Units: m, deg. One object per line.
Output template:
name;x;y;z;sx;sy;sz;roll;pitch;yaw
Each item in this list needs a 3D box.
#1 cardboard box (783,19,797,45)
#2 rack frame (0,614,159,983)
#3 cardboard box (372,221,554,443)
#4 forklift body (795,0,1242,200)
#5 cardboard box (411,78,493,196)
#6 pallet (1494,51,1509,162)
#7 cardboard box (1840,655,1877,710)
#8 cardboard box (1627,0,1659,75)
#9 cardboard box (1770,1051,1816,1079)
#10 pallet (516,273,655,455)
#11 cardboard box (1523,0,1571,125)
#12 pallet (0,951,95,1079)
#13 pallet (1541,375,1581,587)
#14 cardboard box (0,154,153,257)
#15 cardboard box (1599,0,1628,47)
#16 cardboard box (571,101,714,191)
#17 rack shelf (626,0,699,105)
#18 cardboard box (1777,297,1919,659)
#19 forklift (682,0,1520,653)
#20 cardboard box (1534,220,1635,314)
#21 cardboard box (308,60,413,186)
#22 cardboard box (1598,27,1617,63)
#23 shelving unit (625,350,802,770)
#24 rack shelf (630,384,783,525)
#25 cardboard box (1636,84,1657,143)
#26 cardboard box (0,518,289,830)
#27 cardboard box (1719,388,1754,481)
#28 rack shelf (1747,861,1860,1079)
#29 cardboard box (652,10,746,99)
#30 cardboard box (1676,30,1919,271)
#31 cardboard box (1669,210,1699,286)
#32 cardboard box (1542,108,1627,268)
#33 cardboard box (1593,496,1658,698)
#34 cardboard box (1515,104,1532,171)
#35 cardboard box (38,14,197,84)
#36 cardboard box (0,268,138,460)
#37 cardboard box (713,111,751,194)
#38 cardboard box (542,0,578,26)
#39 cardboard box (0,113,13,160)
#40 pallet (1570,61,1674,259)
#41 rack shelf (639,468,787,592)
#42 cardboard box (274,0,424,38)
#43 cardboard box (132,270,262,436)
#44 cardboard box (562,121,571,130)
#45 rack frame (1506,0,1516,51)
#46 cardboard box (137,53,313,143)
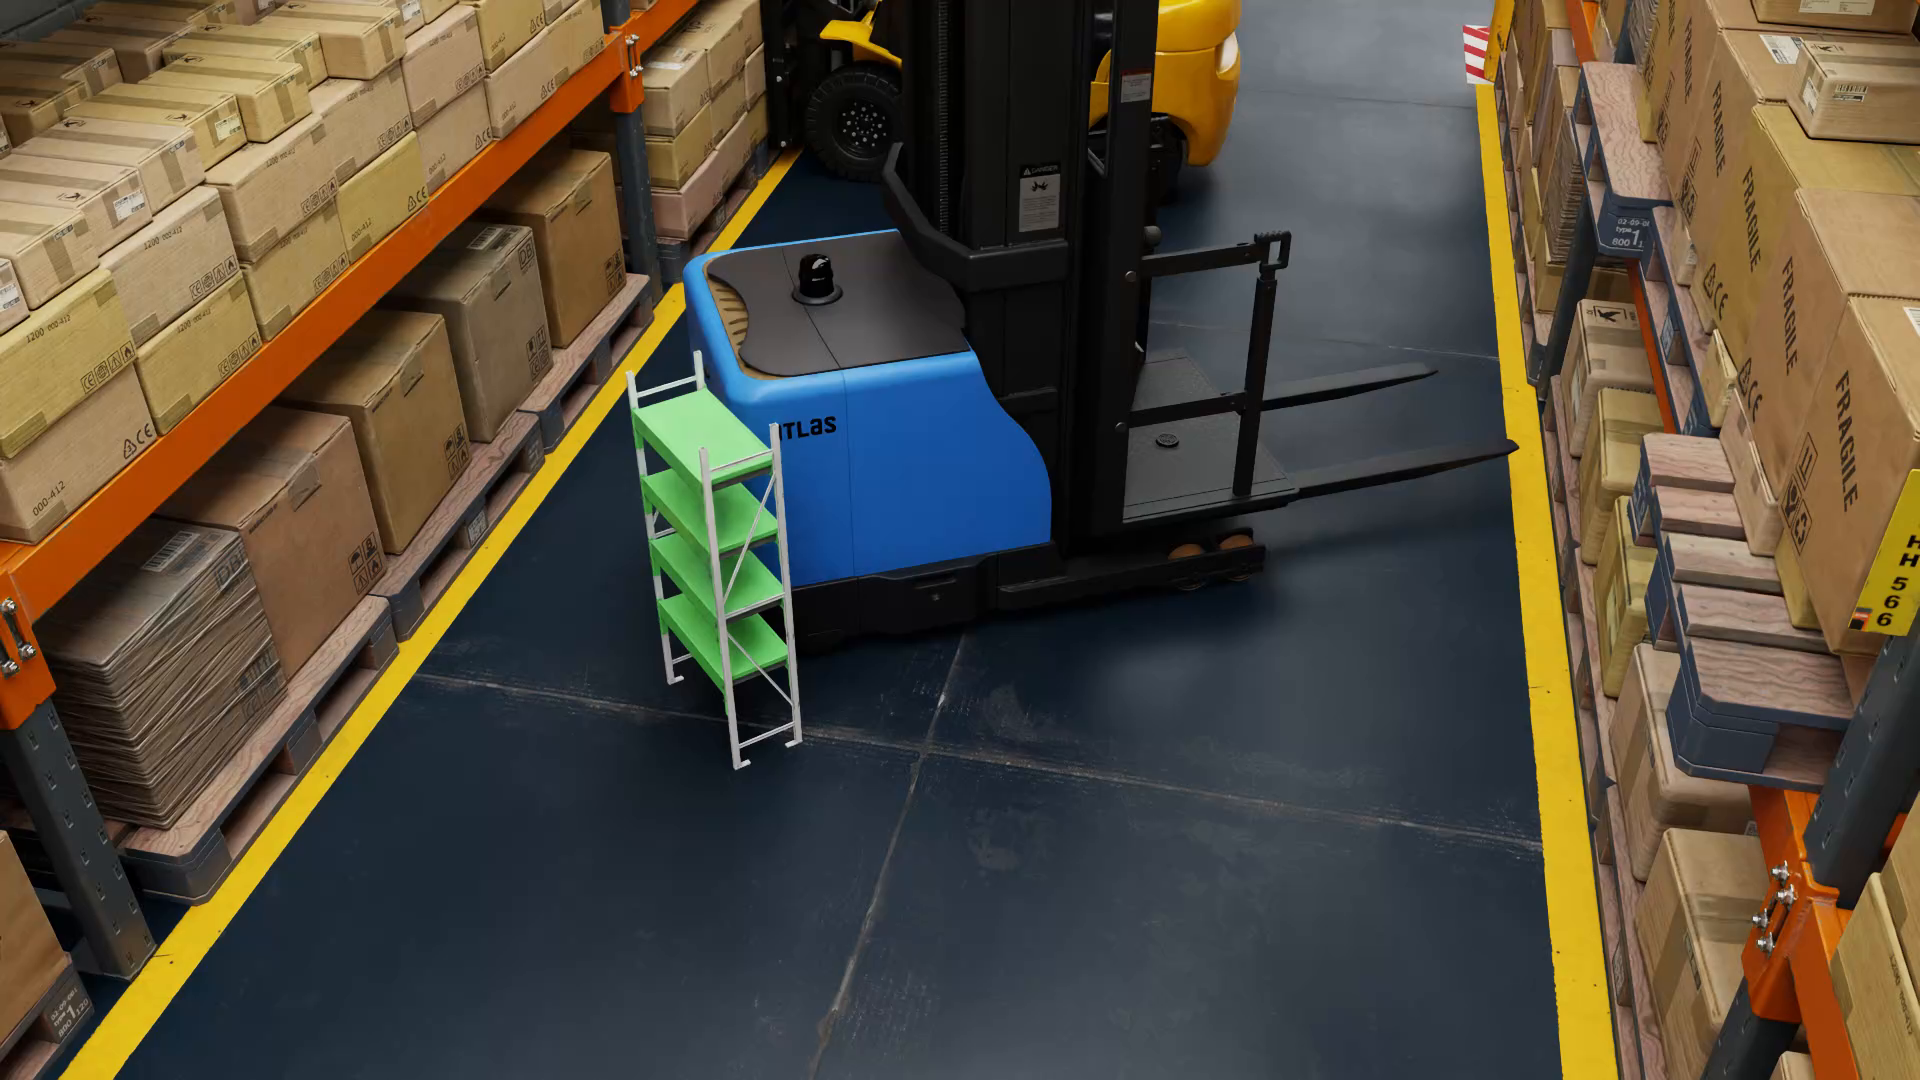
cardboard box;-1.159;-2.751;9.049;0.500;0.250;0.500;7;37;10
rack frame;-2.751;-0.095;3.825;1.000;3.000;0.127;7;37;10
cardboard box;-2.170;-0.852;6.536;0.875;0.625;0.625;7;37;9
forklift body;0.335;-3.022;8.587;2.313;2.155;1.214;7;37;10
cardboard box;-1.987;-1.436;5.803;0.500;0.250;0.500;8;37;10
pallet;3.583;-2.427;9.419;1.003;0.211;1.213;7;37;10
cardboard box;1.939;0.239;3.220;0.380;0.149;0.250;9;37;12
cardboard box;2.573;-1.866;5.572;0.500;0.500;0.500;8;37;11
cardboard box;1.870;1.601;2.938;0.875;0.875;0.875;7;37;10
pallet;-2.016;-0.832;7.218;1.003;0.211;1.213;7;37;10
cardboard box;3.138;-2.393;8.342;0.500;0.500;0.500;8;37;11
pallet;-2.947;1.457;4.059;1.003;0.211;1.213;7;37;10
pallet;2.788;-0.193;6.336;1.003;0.211;1.213;7;37;10
cardboard box;-2.310;-0.848;4.226;0.380;0.149;0.250;8;37;11
cardboard box;2.805;-2.215;6.411;0.500;0.500;0.500;6;36;9
cardboard box;-1.492;-1.886;7.855;0.500;0.250;0.500;7;37;10
rack shelf;-1.469;-3.244;8.782;1.077;0.370;4.000;7;37;10
cardboard box;1.924;-0.101;3.137;0.500;0.500;0.500;6;36;9
forklift;0.597;-1.292;5.535;3.031;2.935;1.130;-10;37;-13
cardboard box;2.817;-1.197;7.331;0.500;0.250;0.500;9;37;12
cardboard box;-2.096;-1.341;5.246;0.500;0.250;0.500;8;37;11
cardboard box;2.724;-1.889;6.514;0.380;0.149;0.250;7;37;9
shelving unit;-0.745;0.079;5.119;0.258;1.200;0.503;-21;41;-26
rack shelf;-0.745;-0.258;4.875;0.258;0.148;0.480;-21;41;-26
cardboard box;2.465;-1.417;5.506;0.380;0.149;0.250;8;37;11
cardboard box;-2.604;0.341;4.890;0.875;0.625;0.625;8;37;11
cardboard box;1.997;-0.217;3.849;0.380;0.149;0.250;6;36;8
rack shelf;1.672;1.963;1.599;1.077;0.370;4.000;7;37;10
cardboard box;-1.368;-2.380;8.110;0.500;0.250;0.500;7;37;10
cardboard box;2.248;-1.001;4.379;0.500;0.500;0.500;6;36;8
cardboard box;2.221;-0.815;4.675;0.380;0.149;0.250;9;37;12
cardboard box;2.818;-1.501;7.112;0.500;0.500;0.500;7;36;9
cardboard box;2.547;0.238;5.247;0.950;0.372;0.625;8;37;12
cardboard box;3.145;-2.084;8.555;0.500;0.250;0.500;10;37;13
cardboard box;-2.570;-1.493;5.115;0.380;0.149;0.250;8;37;11
cardboard box;-2.393;-0.457;4.027;0.500;0.250;0.500;7;37;10
cardboard box;-1.376;-1.974;8.403;0.500;0.250;0.500;7;36;9
cardboard box;-1.752;-2.216;6.454;0.500;0.250;0.500;7;36;9
cardboard box;-2.833;-1.064;4.524;0.380;0.149;0.250;7;36;9
pallet;2.648;-1.271;5.610;1.003;0.211;1.213;7;37;10
rack shelf;-0.745;-0.064;5.016;0.258;0.148;0.480;-21;41;-26
cardboard box;-1.997;-1.731;5.445;0.380;0.149;0.250;8;37;10
cardboard box;-2.305;-0.546;4.575;0.500;0.250;0.500;7;36;9
cardboard box;-1.980;-2.156;7.802;0.500;0.250;0.500;8;37;11
rack frame;3.808;-4.061;9.298;1.000;3.000;0.127;7;37;10
cardboard box;-2.130;-1.285;4.829;0.380;0.149;0.250;8;37;11
